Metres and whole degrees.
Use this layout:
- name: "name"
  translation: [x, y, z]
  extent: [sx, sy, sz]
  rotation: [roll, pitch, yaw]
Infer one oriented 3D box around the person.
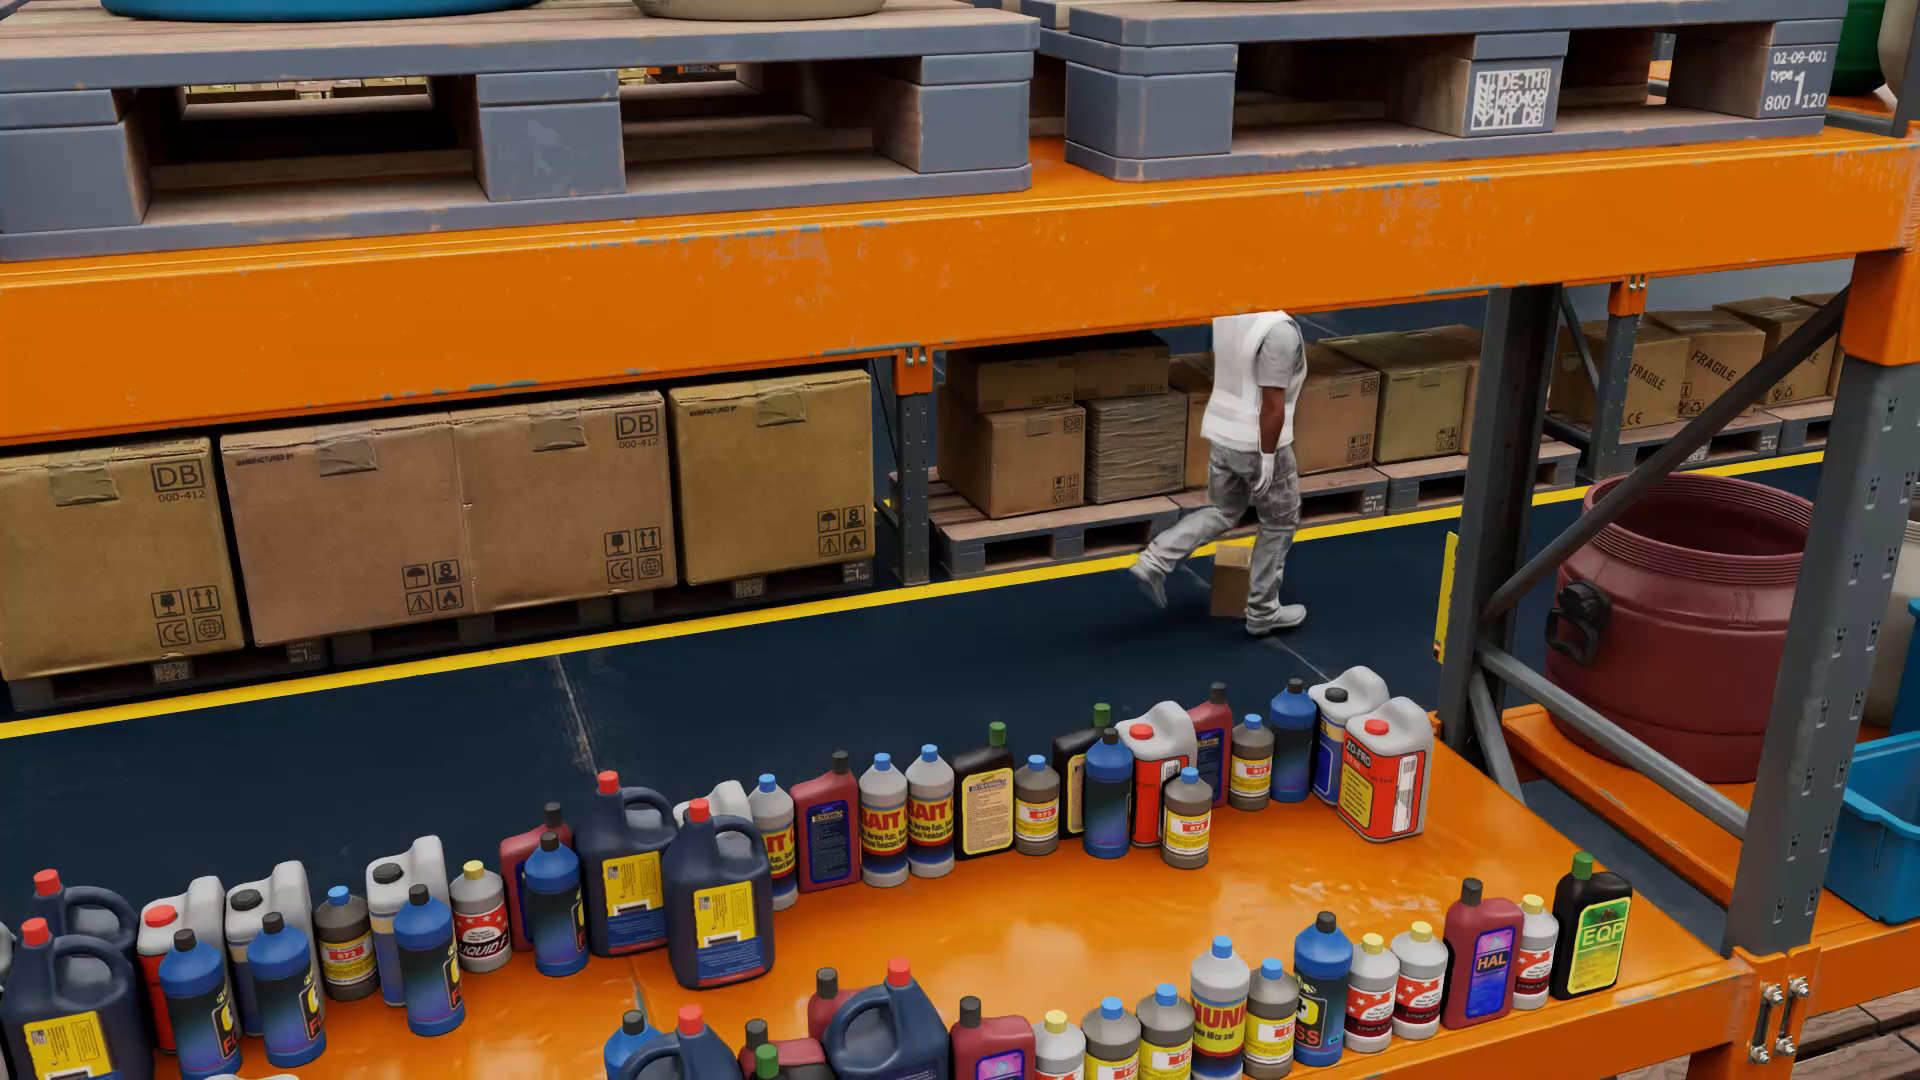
- name: "person"
  translation: [1.151, -0.418, 7.061]
  extent: [0.803, 1.762, 0.564]
  rotation: [-10, 24, -22]
